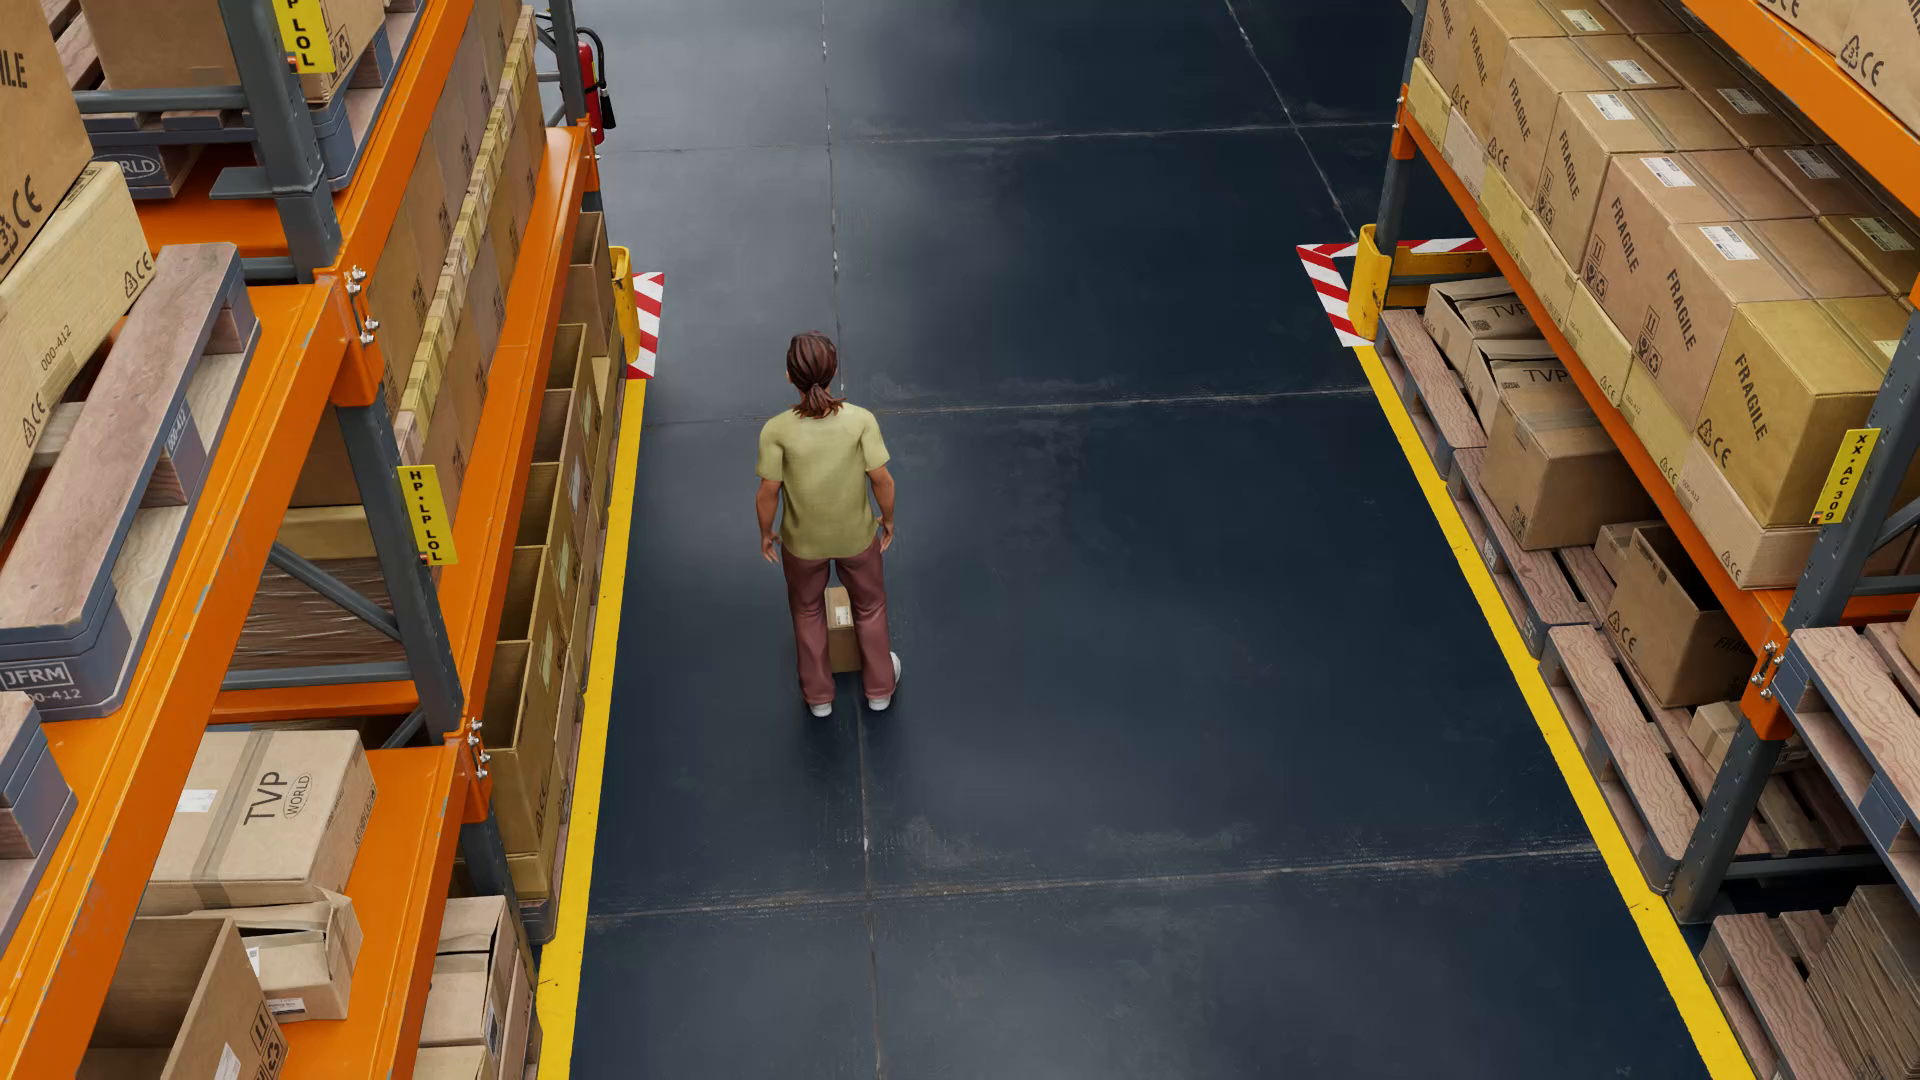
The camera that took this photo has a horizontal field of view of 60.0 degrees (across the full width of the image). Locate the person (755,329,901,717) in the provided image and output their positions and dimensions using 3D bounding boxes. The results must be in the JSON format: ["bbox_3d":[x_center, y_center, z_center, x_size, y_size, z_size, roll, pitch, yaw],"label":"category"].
[{"bbox_3d":[-0.486,-0.020,6.191,0.522,1.660,0.354,-5,40,-7],"label":"person"}]
